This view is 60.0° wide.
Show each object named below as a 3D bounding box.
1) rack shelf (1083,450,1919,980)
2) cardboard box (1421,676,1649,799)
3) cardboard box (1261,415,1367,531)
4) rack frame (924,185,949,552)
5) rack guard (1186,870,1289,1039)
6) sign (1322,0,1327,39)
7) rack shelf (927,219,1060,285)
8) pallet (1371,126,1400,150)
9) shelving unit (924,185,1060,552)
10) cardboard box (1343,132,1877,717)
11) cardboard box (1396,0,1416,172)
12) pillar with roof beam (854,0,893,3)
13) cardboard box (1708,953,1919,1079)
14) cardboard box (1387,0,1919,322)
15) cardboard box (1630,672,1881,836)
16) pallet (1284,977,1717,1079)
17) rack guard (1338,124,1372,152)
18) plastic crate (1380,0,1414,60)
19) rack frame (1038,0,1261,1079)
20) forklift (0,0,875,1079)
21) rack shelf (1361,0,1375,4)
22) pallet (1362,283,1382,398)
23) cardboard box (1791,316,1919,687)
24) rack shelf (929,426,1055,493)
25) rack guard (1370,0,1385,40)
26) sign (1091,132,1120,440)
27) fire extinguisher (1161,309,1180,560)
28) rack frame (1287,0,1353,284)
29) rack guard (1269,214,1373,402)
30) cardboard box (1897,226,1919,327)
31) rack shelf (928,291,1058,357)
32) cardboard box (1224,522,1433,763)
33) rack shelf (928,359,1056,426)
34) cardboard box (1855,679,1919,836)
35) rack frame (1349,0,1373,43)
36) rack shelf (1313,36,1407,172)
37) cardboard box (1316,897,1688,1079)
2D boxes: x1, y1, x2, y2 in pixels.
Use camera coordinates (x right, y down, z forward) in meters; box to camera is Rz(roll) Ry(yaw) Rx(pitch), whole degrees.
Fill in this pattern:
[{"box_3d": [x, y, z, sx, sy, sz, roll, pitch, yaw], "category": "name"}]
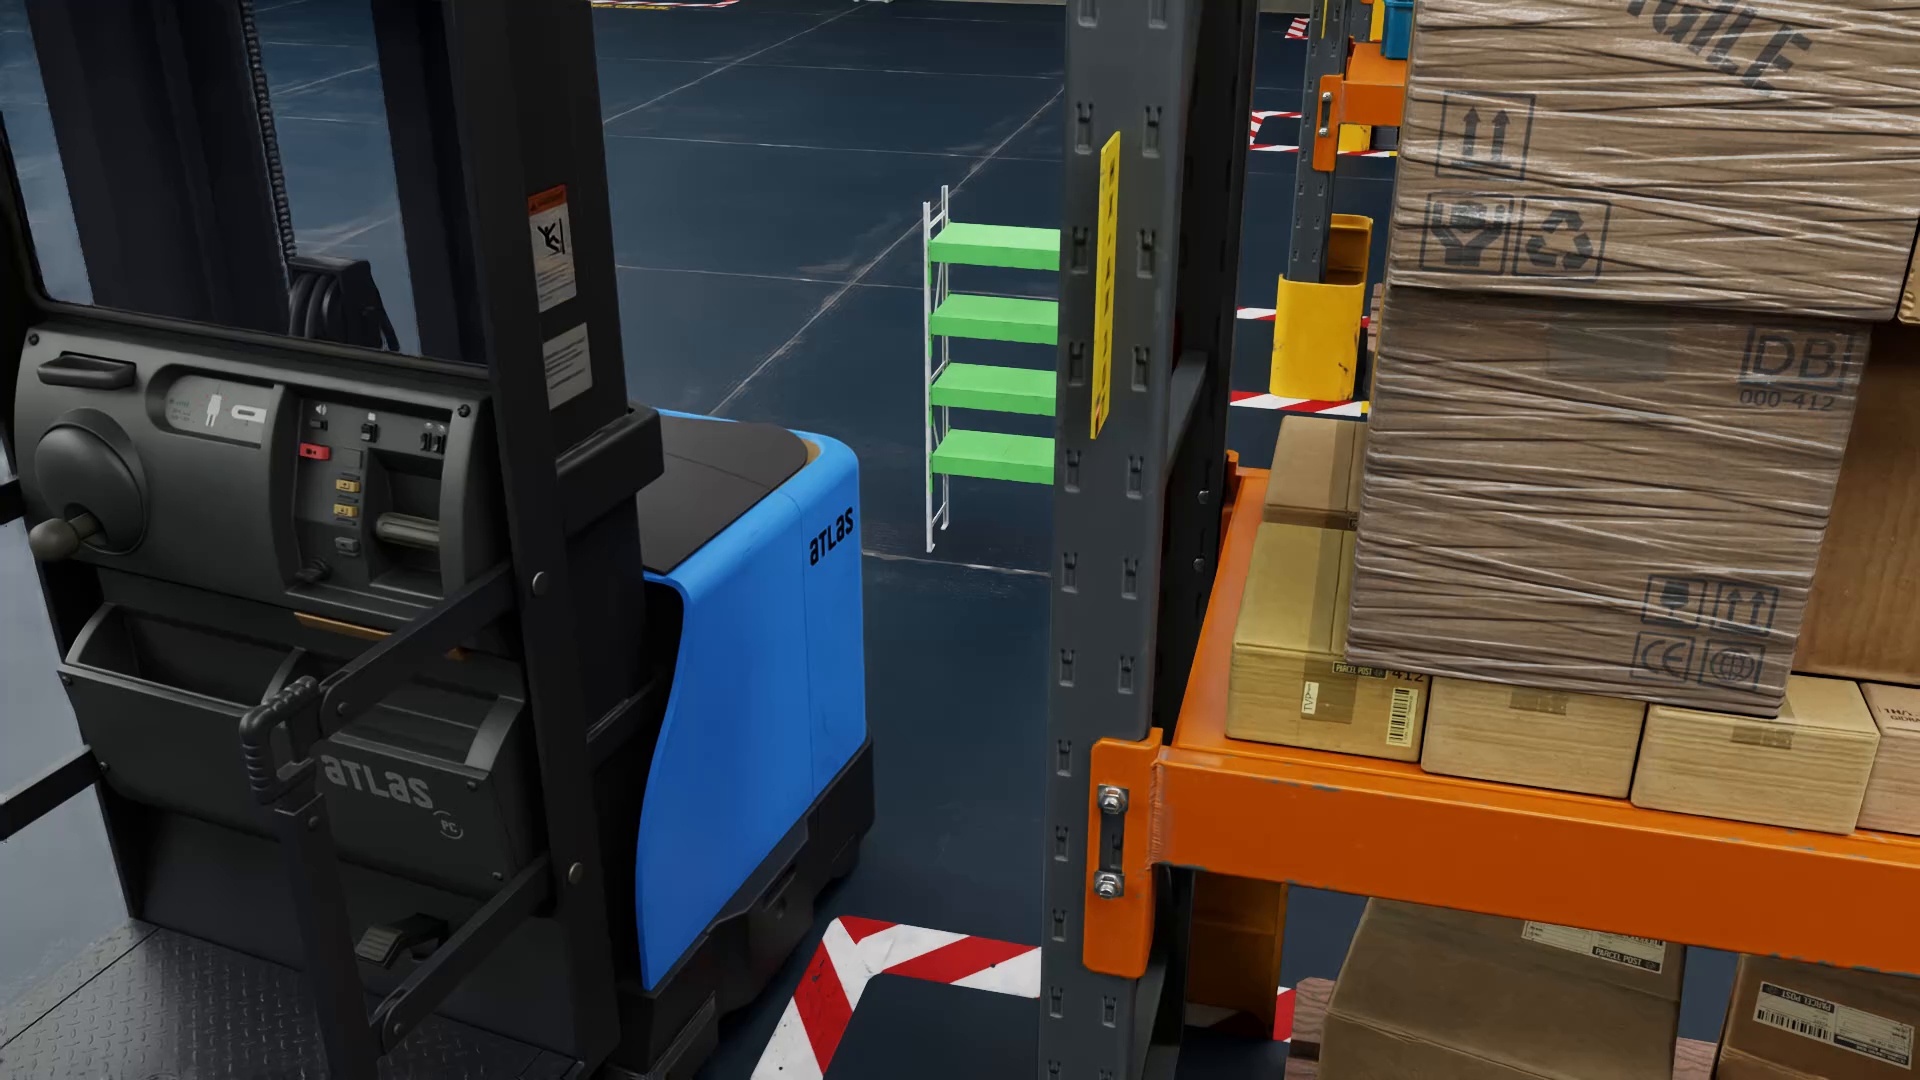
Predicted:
[{"box_3d": [2.233, 0.425, 2.205, 4.000, 0.370, 1.077, 6, 26, 13], "category": "rack shelf"}, {"box_3d": [0.750, 0.164, 2.208, 0.250, 0.149, 0.380, 6, 26, 13], "category": "cardboard box"}, {"box_3d": [0.624, -0.056, 2.670, 0.250, 0.149, 0.380, 6, 26, 13], "category": "cardboard box"}, {"box_3d": [-0.076, -0.550, 5.510, 0.015, 1.200, 0.240, 6, 26, 13], "category": "rack frame"}, {"box_3d": [0.370, 1.023, 3.020, 0.348, 0.500, 1.175, 6, 26, 13], "category": "rack guard"}, {"box_3d": [1.389, -2.072, 6.291, 0.005, 0.325, 0.100, 6, 26, 13], "category": "sign"}, {"box_3d": [0.160, -0.900, 5.276, 0.480, 0.148, 0.258, 6, 26, 13], "category": "rack shelf"}, {"box_3d": [3.518, -2.914, 11.625, 1.213, 0.211, 1.003, 6, 26, 13], "category": "pallet"}, {"box_3d": [0.160, -0.524, 5.455, 0.503, 1.200, 0.258, 6, 26, 13], "category": "shelving unit"}, {"box_3d": [0.822, -0.223, 2.267, 0.500, 0.500, 0.875, 6, 26, 13], "category": "cardboard box"}, {"box_3d": [0.890, -0.789, 2.292, 0.500, 0.500, 0.500, 6, 26, 13], "category": "cardboard box"}, {"box_3d": [-1.993, -8.144, 12.388, 0.400, 9.000, 9.100, 6, 26, 13], "category": "pillar with roof beam"}, {"box_3d": [1.484, 0.949, 2.687, 0.500, 0.500, 0.500, 14, 29, 26], "category": "cardboard box"}, {"box_3d": [0.761, -0.572, 1.837, 0.500, 0.500, 0.500, 6, 26, 13], "category": "cardboard box"}, {"box_3d": [0.989, 0.197, 2.139, 0.250, 0.149, 0.380, 6, 26, 13], "category": "cardboard box"}, {"box_3d": [1.148, 1.255, 2.868, 1.213, 0.211, 1.003, 6, 26, 13], "category": "pallet"}, {"box_3d": [2.744, -3.112, 11.704, 0.348, 0.500, 1.175, 6, 26, 13], "category": "rack guard"}, {"box_3d": [2.089, -2.180, 7.012, 0.616, 0.251, 0.499, 6, 26, 13], "category": "plastic crate"}, {"box_3d": [0.296, -0.114, 2.500, 0.127, 3.000, 1.000, 6, 26, 13], "category": "rack frame"}, {"box_3d": [-1.241, -0.076, 2.501, 1.130, 2.935, 3.031, 10, 27, 20], "category": "forklift"}, {"box_3d": [4.704, -3.699, 10.866, 4.000, 0.370, 1.077, 6, 26, 13], "category": "rack shelf"}, {"box_3d": [2.401, -0.839, 7.267, 1.213, 0.211, 1.003, 6, 26, 13], "category": "pallet"}, {"box_3d": [1.336, -0.219, 2.259, 0.500, 0.500, 0.875, 6, 26, 13], "category": "cardboard box"}, {"box_3d": [0.160, -0.250, 5.585, 0.480, 0.148, 0.258, 6, 26, 13], "category": "rack shelf"}, {"box_3d": [4.071, -5.164, 16.014, 0.348, 0.500, 1.175, 6, 26, 13], "category": "rack guard"}, {"box_3d": [0.161, -0.279, 1.839, 0.005, 0.325, 0.100, 6, 26, 13], "category": "sign"}, {"box_3d": [0.300, -0.283, 2.945, 0.183, 0.674, 0.296, 6, 26, 13], "category": "fire extinguisher"}, {"box_3d": [1.530, -2.176, 6.831, 0.127, 3.000, 1.000, 6, 26, 13], "category": "rack frame"}, {"box_3d": [1.615, -1.059, 7.392, 0.348, 0.500, 1.175, 6, 26, 13], "category": "rack guard"}, {"box_3d": [1.243, -0.516, 1.719, 0.500, 0.500, 0.500, 6, 26, 13], "category": "cardboard box"}, {"box_3d": [0.160, -0.683, 5.379, 0.480, 0.148, 0.258, 6, 26, 13], "category": "rack shelf"}, {"box_3d": [0.513, 0.129, 2.281, 0.250, 0.149, 0.380, 6, 26, 13], "category": "cardboard box"}, {"box_3d": [0.160, -0.466, 5.482, 0.480, 0.148, 0.258, 6, 26, 13], "category": "rack shelf"}, {"box_3d": [1.236, 0.215, 2.101, 0.250, 0.149, 0.380, 6, 26, 13], "category": "cardboard box"}, {"box_3d": [2.767, -4.238, 11.161, 0.127, 3.000, 1.000, 6, 26, 13], "category": "rack frame"}, {"box_3d": [3.467, -1.637, 6.536, 4.000, 0.370, 1.077, 6, 26, 13], "category": "rack shelf"}, {"box_3d": [0.897, 0.899, 2.792, 0.500, 0.500, 0.500, 11, 28, 23], "category": "cardboard box"}]
